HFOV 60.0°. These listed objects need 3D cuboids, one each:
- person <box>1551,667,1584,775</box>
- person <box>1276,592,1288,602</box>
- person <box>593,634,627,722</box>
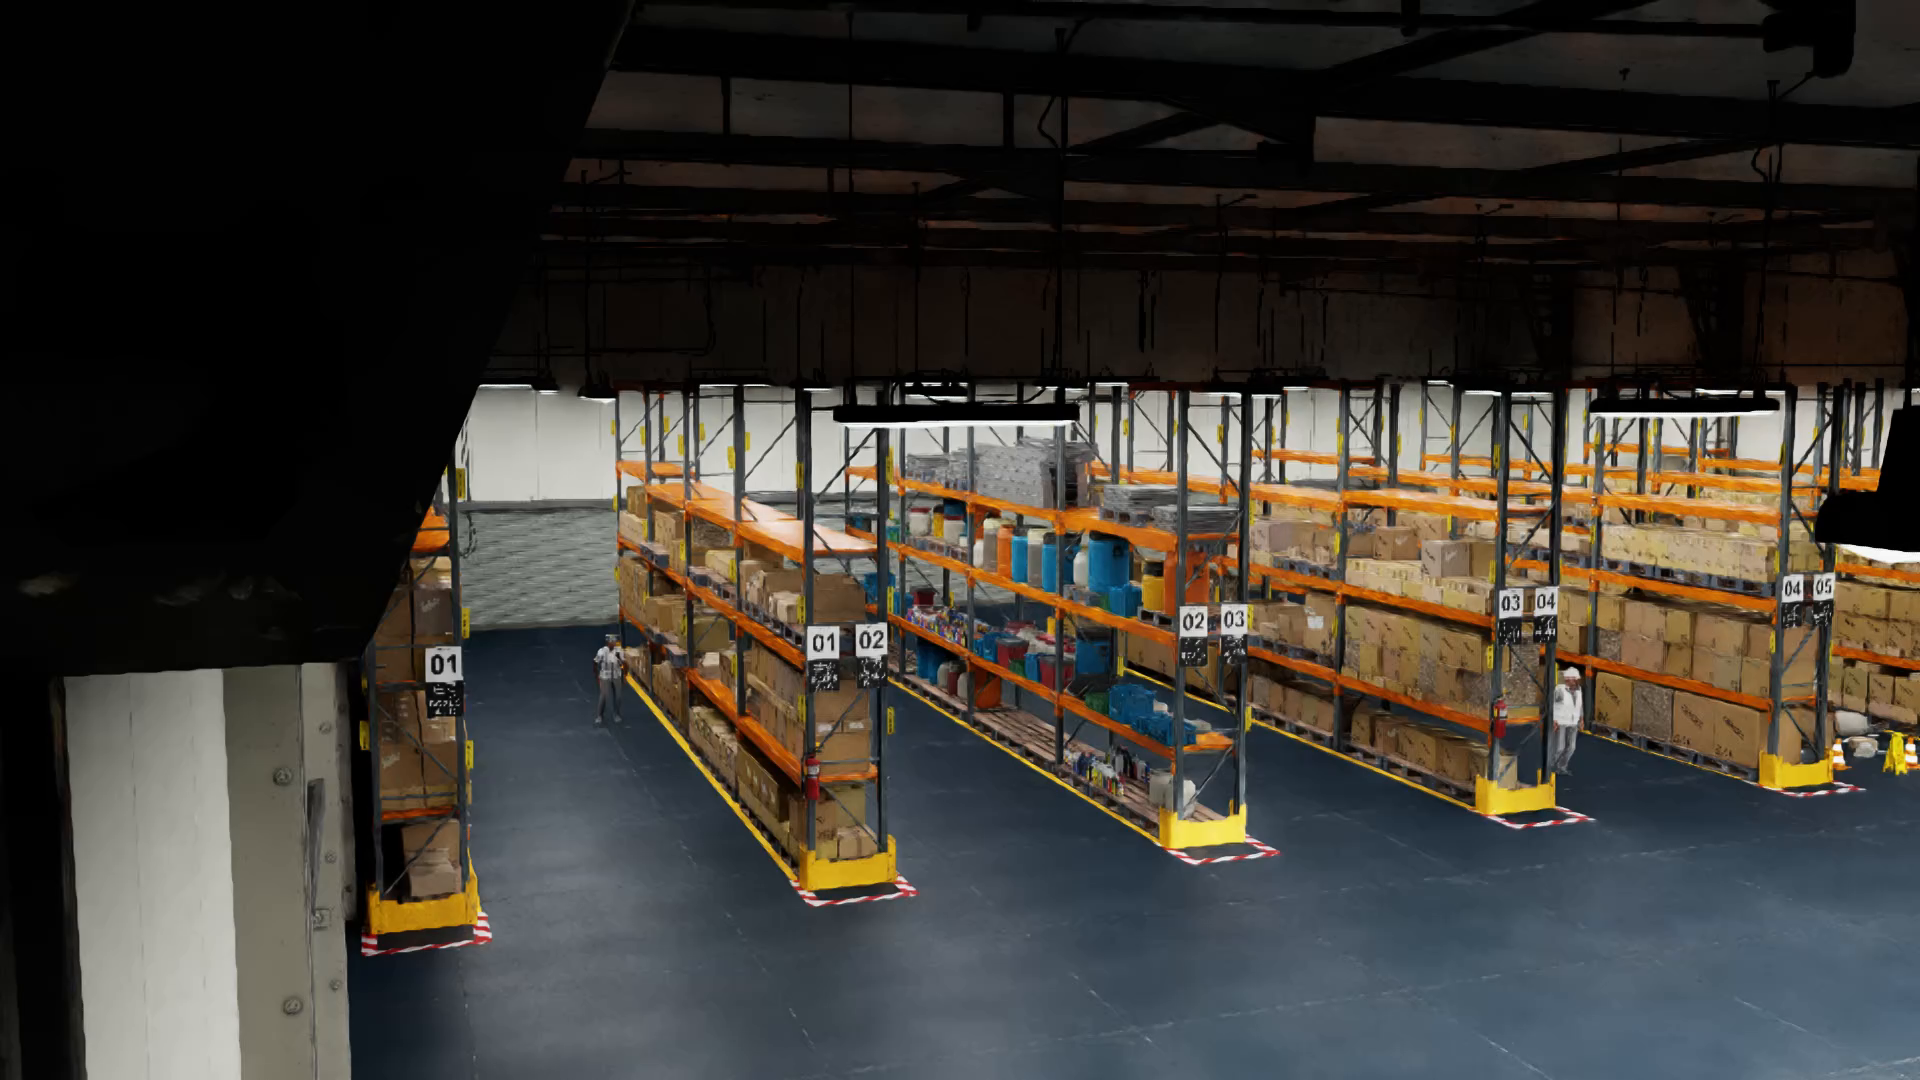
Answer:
[{"bbox_3d":[9.281,2.785,25.522,0.677,1.726,0.574,-2,6,-20],"label":"person"},{"bbox_3d":[6.472,1.923,33.284,0.489,1.761,0.619,-5,8,-42],"label":"person"},{"bbox_3d":[-6.170,2.432,29.359,0.592,1.621,0.531,-2,6,-21],"label":"person"}]
